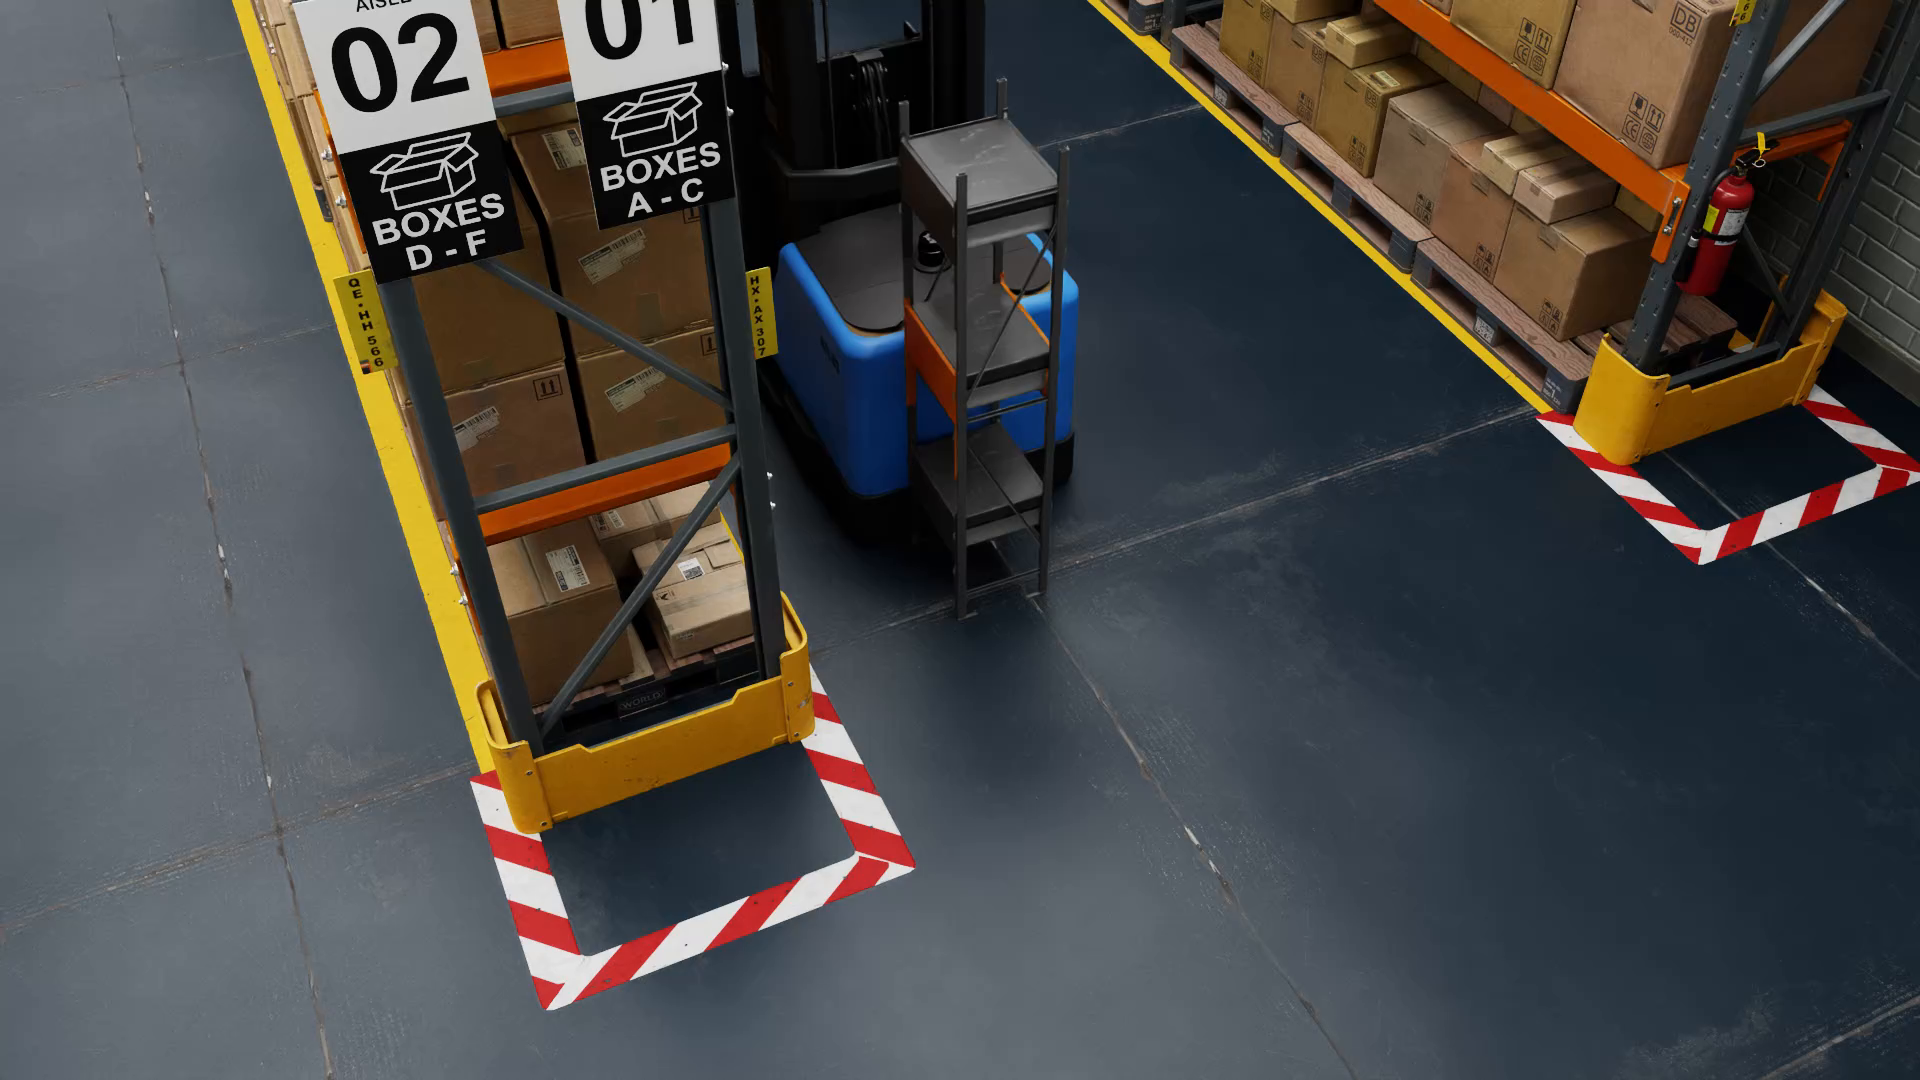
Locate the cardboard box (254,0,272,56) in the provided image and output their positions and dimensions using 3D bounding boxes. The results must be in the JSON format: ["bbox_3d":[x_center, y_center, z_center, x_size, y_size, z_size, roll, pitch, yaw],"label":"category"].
[{"bbox_3d":[-3.665,-2.900,9.389,0.500,0.500,0.500,-17,47,-17],"label":"cardboard box"}]

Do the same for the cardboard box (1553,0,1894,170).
[{"bbox_3d":[3.164,-2.111,6.910,0.980,0.700,0.700,-16,47,-16],"label":"cardboard box"}]

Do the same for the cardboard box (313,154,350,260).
[{"bbox_3d":[-2.178,-1.428,6.360,0.500,0.500,0.500,-19,48,-18],"label":"cardboard box"}]

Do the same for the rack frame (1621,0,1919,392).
[{"bbox_3d":[3.388,-1.683,6.689,1.000,3.000,0.127,-18,47,-17],"label":"rack frame"}]

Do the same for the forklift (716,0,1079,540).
[{"bbox_3d":[-0.563,-2.091,7.151,1.130,2.935,3.031,-17,47,-17],"label":"forklift"}]

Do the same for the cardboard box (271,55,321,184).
[{"bbox_3d":[-3.254,-2.263,8.743,0.500,0.500,0.500,-18,47,-18],"label":"cardboard box"}]

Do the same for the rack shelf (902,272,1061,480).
[{"bbox_3d":[0.074,-0.621,6.272,0.431,0.518,0.480,-17,47,-17],"label":"rack shelf"}]

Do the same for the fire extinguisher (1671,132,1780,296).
[{"bbox_3d":[3.033,-1.290,6.611,0.296,0.674,0.183,-18,47,-17],"label":"fire extinguisher"}]

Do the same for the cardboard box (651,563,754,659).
[{"bbox_3d":[-0.969,0.272,6.424,0.380,0.149,0.250,-18,47,-17],"label":"cardboard box"}]

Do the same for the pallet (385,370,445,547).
[{"bbox_3d":[-1.982,-0.557,7.533,1.003,0.211,1.213,-18,47,-17],"label":"pallet"}]

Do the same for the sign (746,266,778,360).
[{"bbox_3d":[-0.613,-0.686,5.062,0.100,0.325,0.005,-18,47,-17],"label":"sign"}]

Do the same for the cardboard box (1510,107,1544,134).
[{"bbox_3d":[2.918,-2.051,8.081,0.380,0.149,0.250,-18,47,-17],"label":"cardboard box"}]

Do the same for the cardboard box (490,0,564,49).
[{"bbox_3d":[-1.090,-1.634,4.611,0.500,0.250,0.500,-18,47,-17],"label":"cardboard box"}]

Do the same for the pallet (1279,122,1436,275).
[{"bbox_3d":[2.472,-1.953,8.948,1.003,0.211,1.213,-18,47,-17],"label":"pallet"}]

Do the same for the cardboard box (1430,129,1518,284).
[{"bbox_3d":[2.792,-1.678,8.164,0.700,0.500,0.500,-18,47,-18],"label":"cardboard box"}]

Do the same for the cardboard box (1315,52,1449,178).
[{"bbox_3d":[2.349,-2.336,8.831,0.700,0.500,0.500,-17,47,-16],"label":"cardboard box"}]

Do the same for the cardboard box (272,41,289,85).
[{"bbox_3d":[-2.820,-2.397,7.341,0.500,0.500,0.500,-17,47,-16],"label":"cardboard box"}]

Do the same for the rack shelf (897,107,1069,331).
[{"bbox_3d":[0.074,-1.119,5.781,0.431,0.518,0.480,-17,47,-17],"label":"rack shelf"}]

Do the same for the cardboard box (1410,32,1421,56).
[{"bbox_3d":[2.487,-2.702,8.741,0.380,0.149,0.250,-18,47,-17],"label":"cardboard box"}]

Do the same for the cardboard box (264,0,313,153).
[{"bbox_3d":[-2.193,-1.789,6.014,0.500,0.500,0.500,-17,47,-16],"label":"cardboard box"}]

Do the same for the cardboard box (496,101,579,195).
[{"bbox_3d":[-1.279,-1.300,5.518,0.500,0.500,0.500,-18,47,-17],"label":"cardboard box"}]

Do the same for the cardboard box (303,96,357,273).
[{"bbox_3d":[-1.755,-1.133,5.348,0.500,0.500,0.500,-17,47,-16],"label":"cardboard box"}]

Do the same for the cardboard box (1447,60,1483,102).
[{"bbox_3d":[2.702,-2.377,8.411,0.380,0.149,0.250,-18,47,-17],"label":"cardboard box"}]

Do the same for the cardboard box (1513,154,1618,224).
[{"bbox_3d":[2.783,-1.618,7.642,0.380,0.149,0.250,-19,48,-18],"label":"cardboard box"}]

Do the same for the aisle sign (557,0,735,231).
[{"bbox_3d":[-0.810,-1.186,4.334,0.394,0.787,0.004,-18,47,-17],"label":"aisle sign"}]

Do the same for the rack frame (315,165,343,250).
[{"bbox_3d":[-2.787,-2.766,7.787,1.000,3.000,0.127,-18,47,-17],"label":"rack frame"}]

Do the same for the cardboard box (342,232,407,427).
[{"bbox_3d":[-1.762,-0.788,5.710,0.500,0.500,0.500,-18,47,-17],"label":"cardboard box"}]

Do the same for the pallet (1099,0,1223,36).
[{"bbox_3d":[1.313,-3.709,10.727,1.003,0.211,1.213,-18,47,-17],"label":"pallet"}]

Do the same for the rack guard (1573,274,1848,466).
[{"bbox_3d":[3.398,-0.778,7.551,1.175,0.500,0.348,-18,47,-17],"label":"rack guard"}]

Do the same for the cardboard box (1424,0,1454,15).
[{"bbox_3d":[2.536,-3.060,7.871,0.980,0.700,0.700,-20,48,-19],"label":"cardboard box"}]

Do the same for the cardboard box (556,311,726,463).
[{"bbox_3d":[-1.052,-0.614,5.534,0.500,0.500,0.500,-17,47,-17],"label":"cardboard box"}]

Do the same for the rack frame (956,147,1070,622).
[{"bbox_3d":[0.173,-0.473,6.104,0.400,2.100,0.015,-17,47,-17],"label":"rack frame"}]

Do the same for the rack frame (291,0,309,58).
[{"bbox_3d":[-1.105,-2.353,3.096,1.000,3.000,0.127,-18,47,-17],"label":"rack frame"}]

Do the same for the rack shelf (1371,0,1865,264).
[{"bbox_3d":[2.547,-2.701,8.233,1.077,0.370,4.000,-18,47,-17],"label":"rack shelf"}]

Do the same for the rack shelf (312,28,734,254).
[{"bbox_3d":[-1.946,-2.304,5.694,1.077,0.370,4.000,-18,47,-17],"label":"rack shelf"}]

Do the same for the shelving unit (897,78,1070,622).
[{"bbox_3d":[0.074,-0.630,6.263,0.431,2.100,0.503,-17,47,-17],"label":"shelving unit"}]

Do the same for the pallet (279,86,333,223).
[{"bbox_3d":[-3.163,-2.281,9.280,1.003,0.211,1.213,-18,47,-17],"label":"pallet"}]

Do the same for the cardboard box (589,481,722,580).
[{"bbox_3d":[-1.287,-0.144,6.774,0.500,0.250,0.500,-18,47,-17],"label":"cardboard box"}]

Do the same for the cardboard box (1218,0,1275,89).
[{"bbox_3d":[1.927,-2.985,9.489,0.700,0.500,0.500,-17,47,-17],"label":"cardboard box"}]

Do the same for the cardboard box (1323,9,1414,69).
[{"bbox_3d":[2.125,-2.611,8.648,0.380,0.149,0.250,-19,48,-19],"label":"cardboard box"}]
